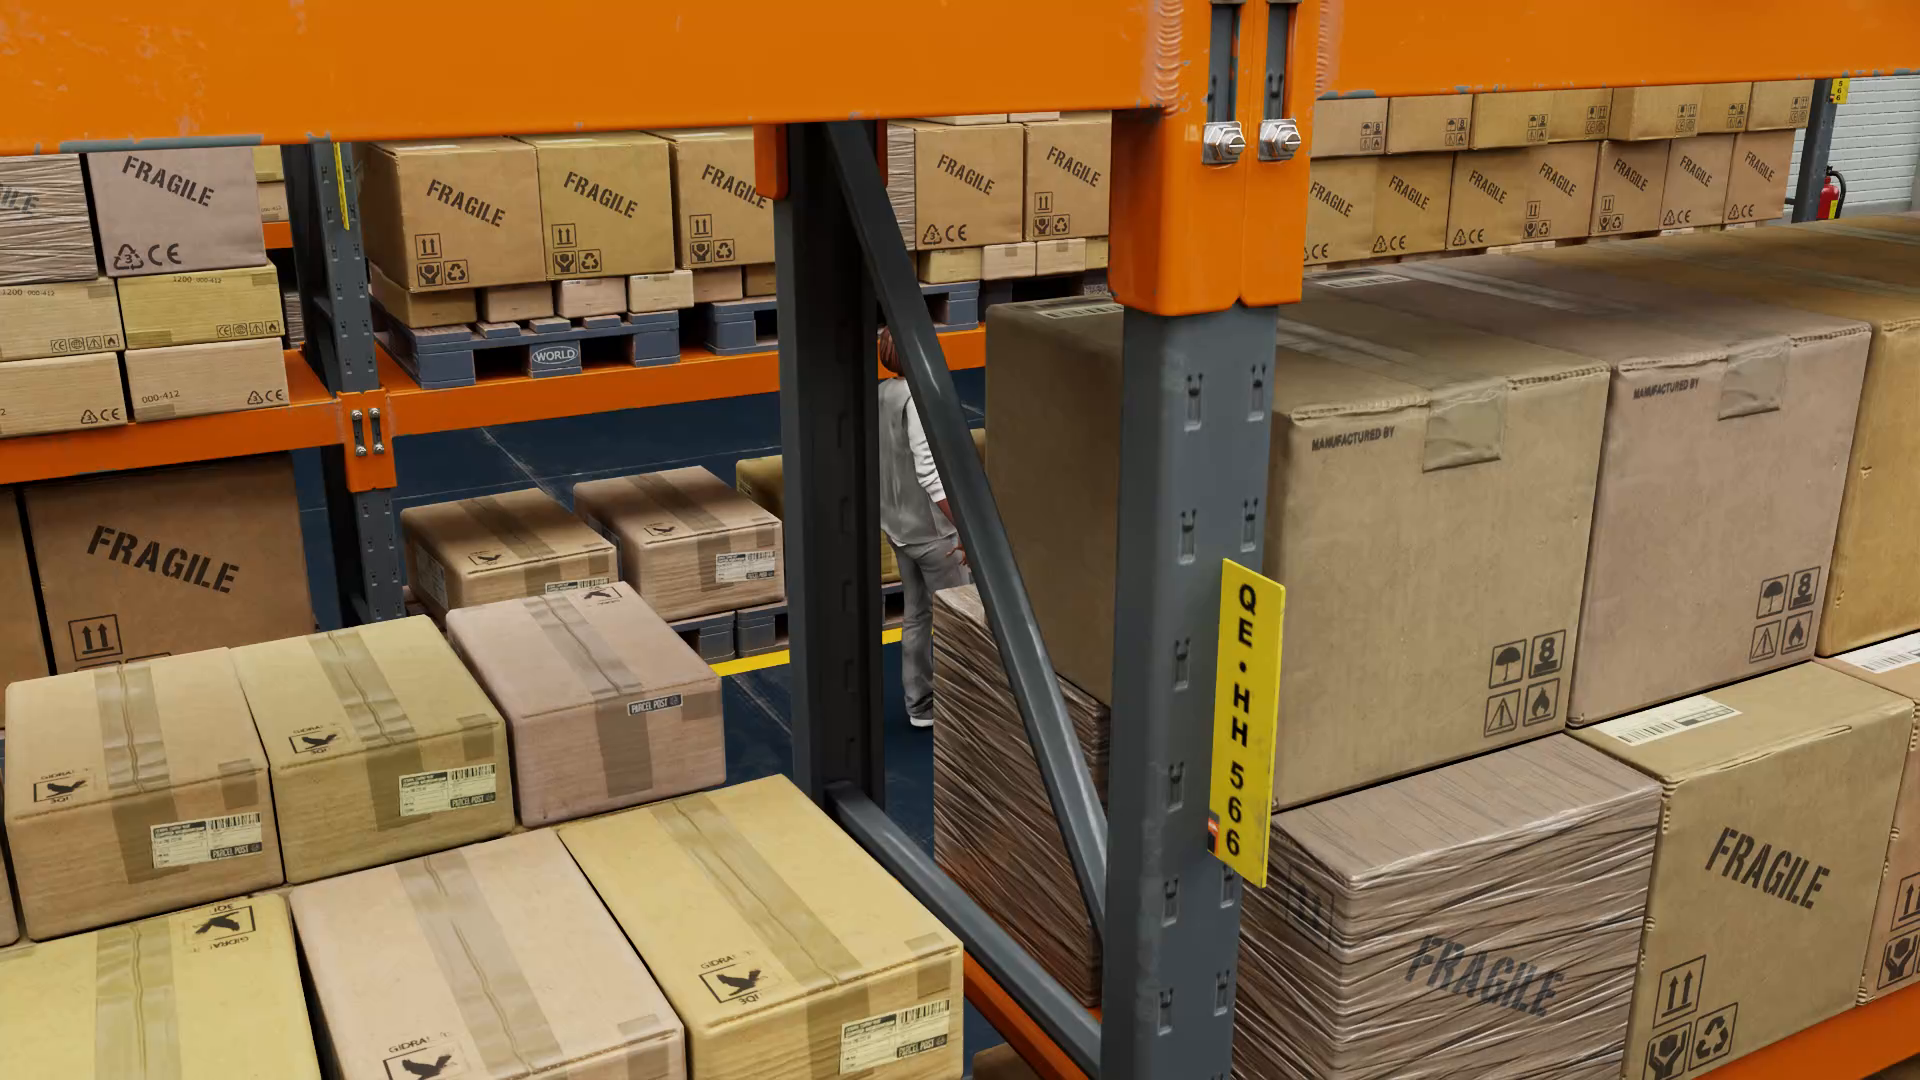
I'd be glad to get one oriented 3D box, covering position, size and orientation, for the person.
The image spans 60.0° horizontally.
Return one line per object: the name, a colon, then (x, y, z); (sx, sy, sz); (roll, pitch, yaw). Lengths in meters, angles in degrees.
person: (-0.066, -0.003, 6.207); (0.475, 1.500, 0.520); (-10, 21, -27)
